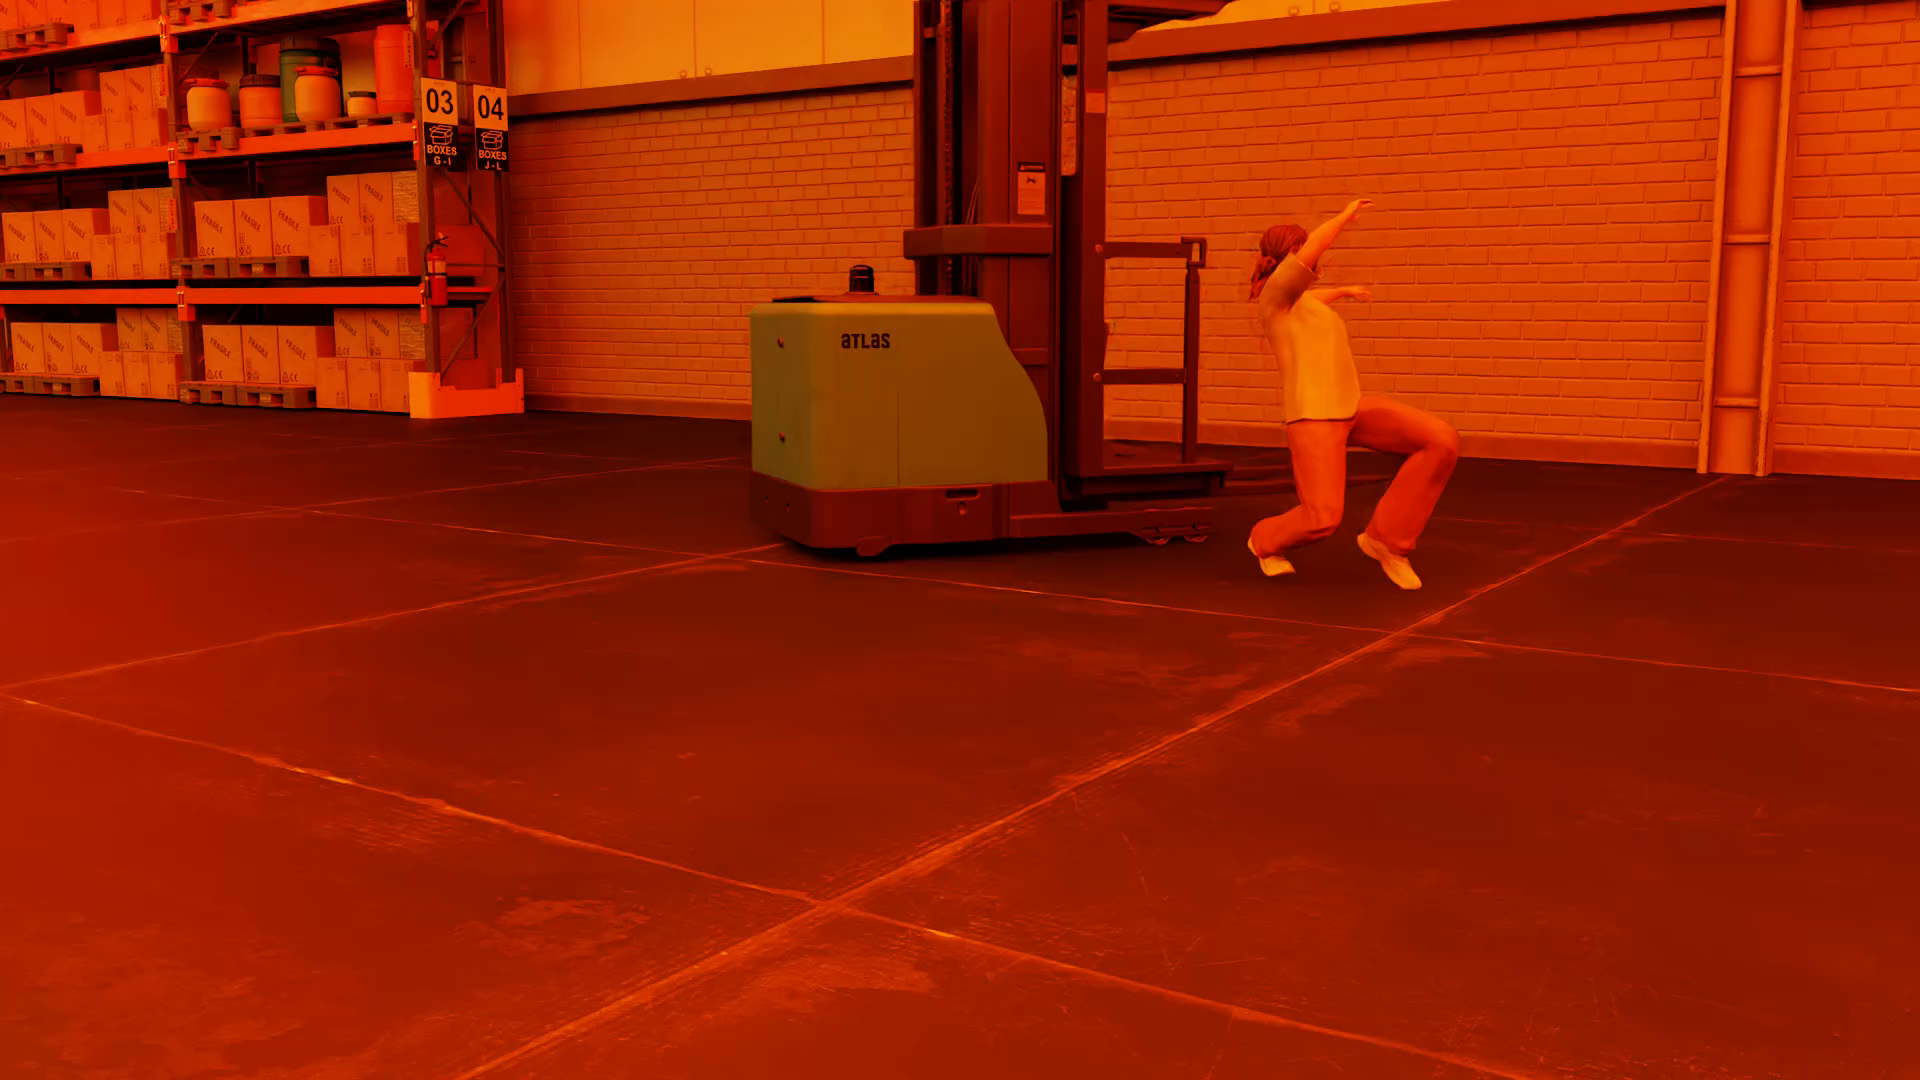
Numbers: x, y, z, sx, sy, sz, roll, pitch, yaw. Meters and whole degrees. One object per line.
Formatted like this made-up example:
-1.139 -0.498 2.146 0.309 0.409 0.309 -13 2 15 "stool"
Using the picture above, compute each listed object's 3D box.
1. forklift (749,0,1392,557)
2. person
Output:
0.595 -1.492 7.683 3.031 2.935 1.130 -3 9 -23 "forklift"
1.613 -0.614 6.470 0.820 1.388 0.978 8 11 43 "person"
